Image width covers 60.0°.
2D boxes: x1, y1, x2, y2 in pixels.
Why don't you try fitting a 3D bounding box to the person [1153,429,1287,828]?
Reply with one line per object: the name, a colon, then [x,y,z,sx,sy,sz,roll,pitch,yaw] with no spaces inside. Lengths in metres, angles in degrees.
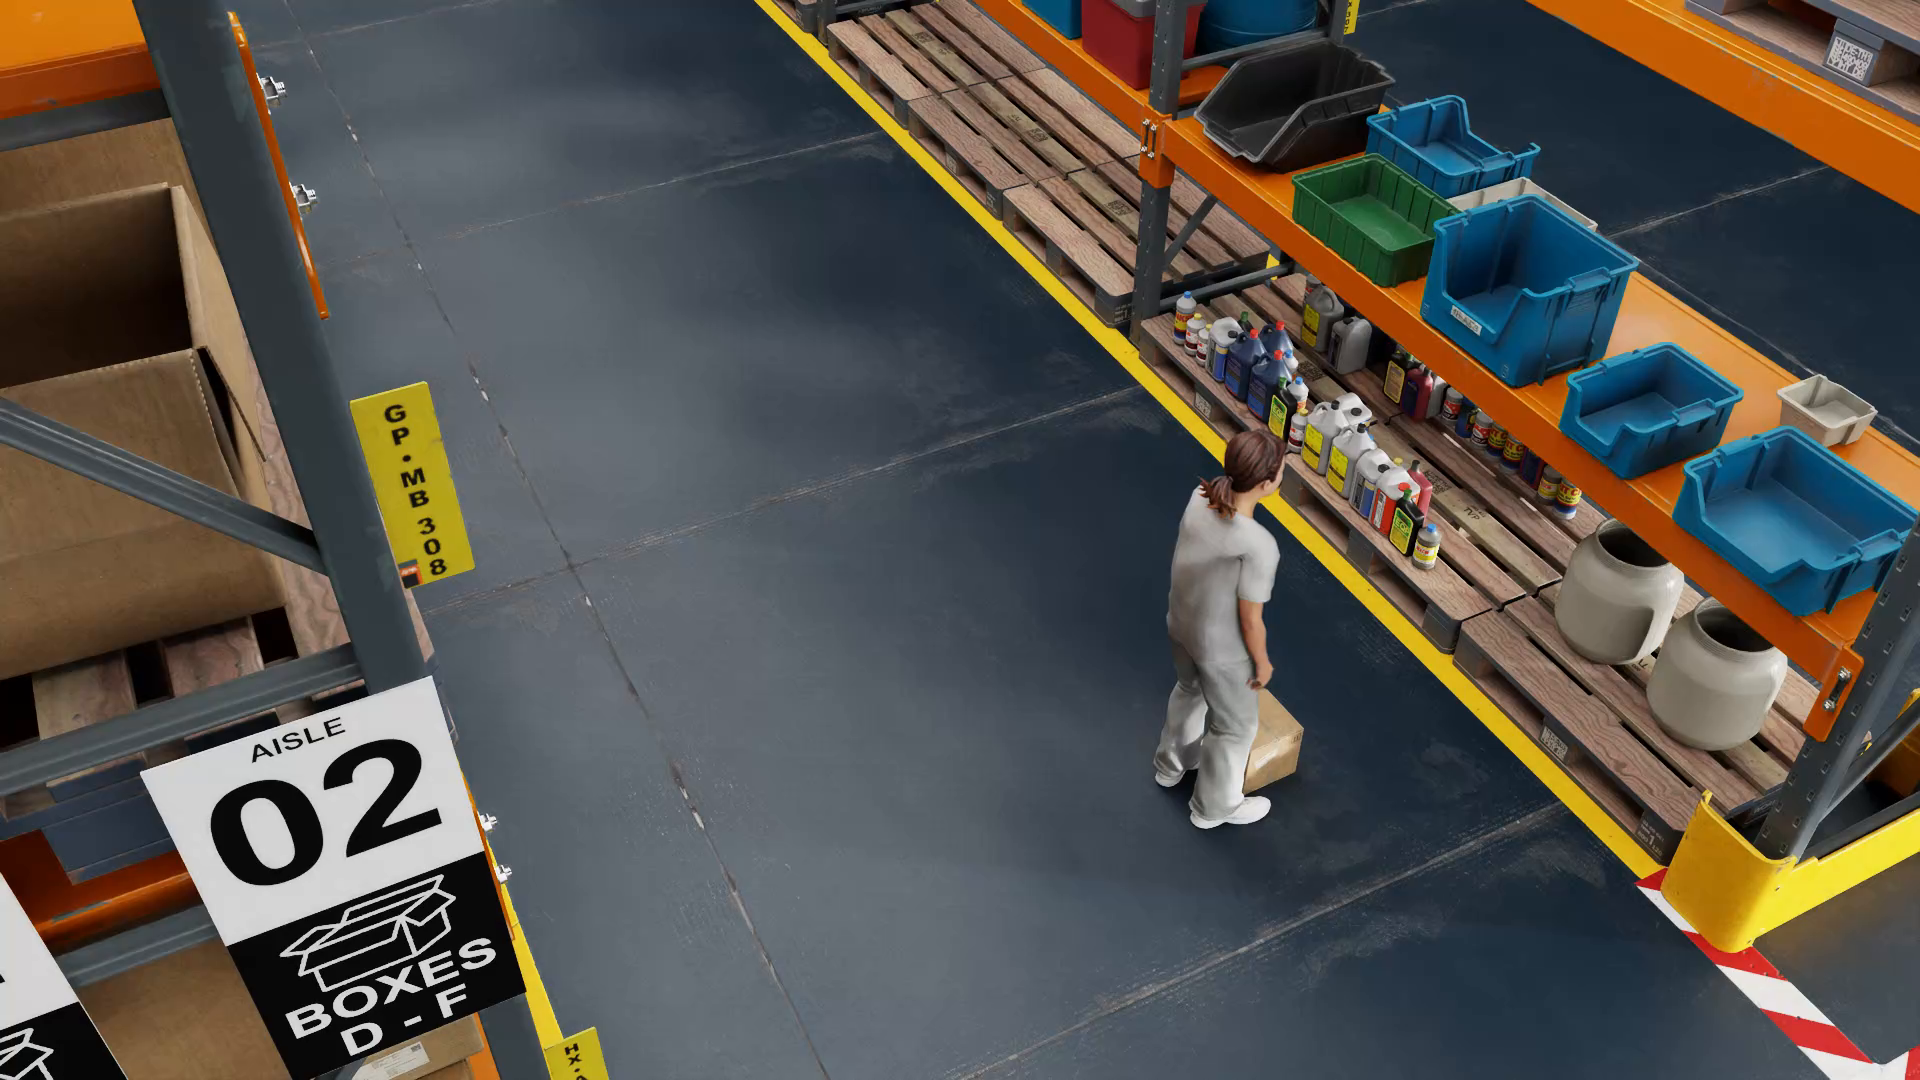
person: [0.911,0.319,5.801,0.359,1.669,0.486,-19,45,-20]
